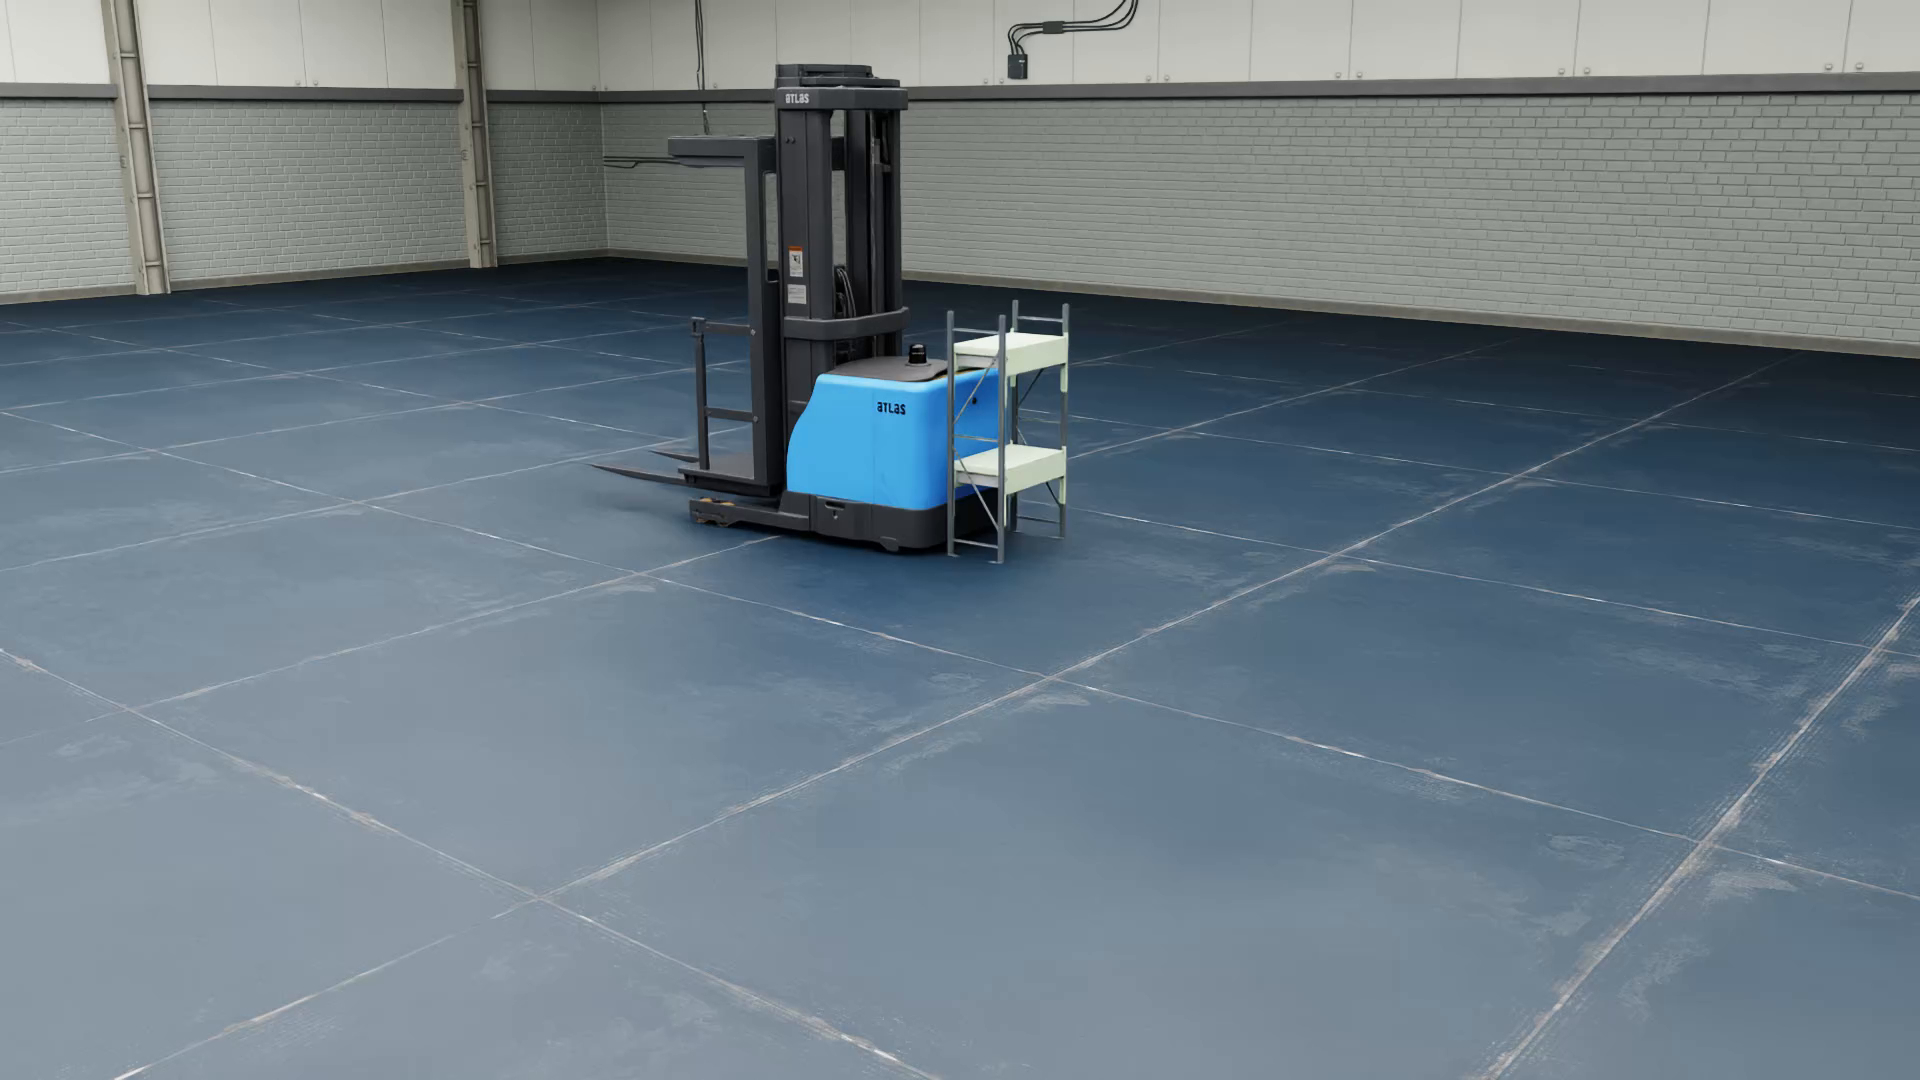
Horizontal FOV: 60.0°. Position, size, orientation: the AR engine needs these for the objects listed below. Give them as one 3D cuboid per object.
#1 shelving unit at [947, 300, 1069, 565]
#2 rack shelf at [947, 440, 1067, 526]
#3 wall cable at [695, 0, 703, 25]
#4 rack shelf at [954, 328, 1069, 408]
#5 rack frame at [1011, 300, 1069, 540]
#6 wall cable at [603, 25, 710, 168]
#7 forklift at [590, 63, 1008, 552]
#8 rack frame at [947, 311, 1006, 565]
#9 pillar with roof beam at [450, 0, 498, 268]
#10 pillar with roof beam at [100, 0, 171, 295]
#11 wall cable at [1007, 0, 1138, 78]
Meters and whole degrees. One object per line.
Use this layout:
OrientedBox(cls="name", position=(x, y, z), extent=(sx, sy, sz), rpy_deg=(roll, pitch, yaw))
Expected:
OrientedBox(cls="shelving unit", position=(0.299, -0.680, 10.252), extent=(0.431, 1.500, 0.755), rpy_deg=(9, 17, 33))
OrientedBox(cls="rack shelf", position=(0.299, -0.364, 10.332), extent=(0.431, 0.370, 0.720), rpy_deg=(9, 17, 33))
OrientedBox(cls="wall cable", position=(-3.623, -10.179, 28.465), extent=(3.097, 2.526, 0.112), rpy_deg=(11, 18, 38))
OrientedBox(cls="rack shelf", position=(0.299, -1.058, 10.156), extent=(0.431, 0.370, 0.720), rpy_deg=(9, 17, 33))
OrientedBox(cls="rack frame", position=(0.503, -0.754, 10.547), extent=(0.400, 1.500, 0.023), rpy_deg=(9, 17, 33))
OrientedBox(cls="wall cable", position=(-5.727, -8.150, 30.735), extent=(3.097, 2.526, 0.112), rpy_deg=(11, 18, 38))
OrientedBox(cls="forklift", position=(-1.194, -1.603, 10.981), extent=(3.031, 2.935, 1.130), rpy_deg=(9, 17, 33))
OrientedBox(cls="rack frame", position=(0.096, -0.605, 9.957), extent=(0.400, 1.500, 0.023), rpy_deg=(9, 17, 33))
OrientedBox(cls="pillar with roof beam", position=(-5.258, -8.629, 26.314), extent=(9.100, 9.000, 0.400), rpy_deg=(11, 18, 38))
OrientedBox(cls="pillar with roof beam", position=(-9.030, -7.480, 21.791), extent=(9.100, 9.000, 0.400), rpy_deg=(11, 18, 38))
OrientedBox(cls="wall cable", position=(1.647, -9.831, 24.139), extent=(2.305, 6.003, 0.169), rpy_deg=(11, 18, 38))
